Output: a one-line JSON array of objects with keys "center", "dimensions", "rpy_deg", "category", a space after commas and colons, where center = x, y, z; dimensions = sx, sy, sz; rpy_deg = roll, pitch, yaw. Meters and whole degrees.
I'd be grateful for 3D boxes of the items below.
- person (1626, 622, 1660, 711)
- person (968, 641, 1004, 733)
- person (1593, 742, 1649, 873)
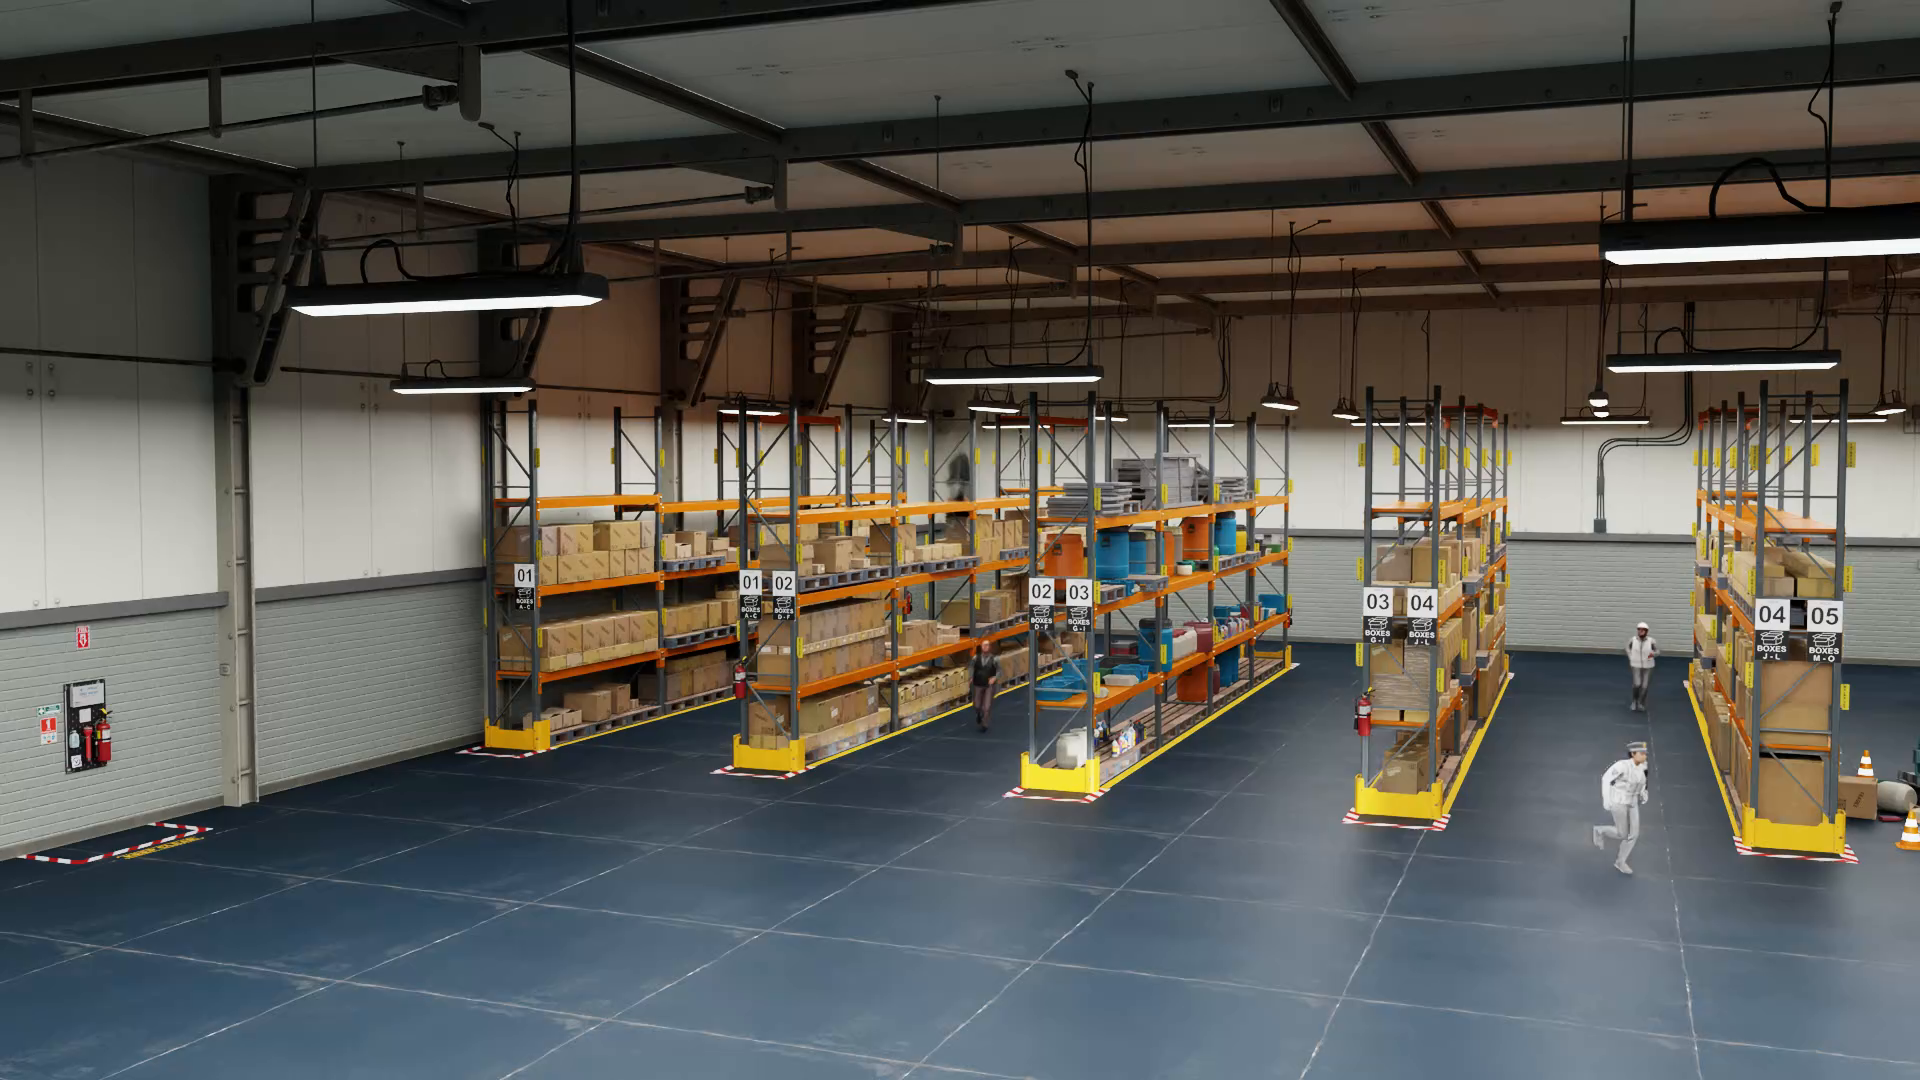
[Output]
[{"center": [13.464, 2.512, 32.795], "dimensions": [0.633, 1.775, 0.687], "rpy_deg": [1, 3, 22], "category": "person"}, {"center": [0.457, 2.676, 30.365], "dimensions": [0.671, 1.675, 0.555], "rpy_deg": [1, 3, 12], "category": "person"}, {"center": [8.066, 3.219, 20.287], "dimensions": [0.612, 1.629, 0.767], "rpy_deg": [-1, 3, -27], "category": "person"}]
